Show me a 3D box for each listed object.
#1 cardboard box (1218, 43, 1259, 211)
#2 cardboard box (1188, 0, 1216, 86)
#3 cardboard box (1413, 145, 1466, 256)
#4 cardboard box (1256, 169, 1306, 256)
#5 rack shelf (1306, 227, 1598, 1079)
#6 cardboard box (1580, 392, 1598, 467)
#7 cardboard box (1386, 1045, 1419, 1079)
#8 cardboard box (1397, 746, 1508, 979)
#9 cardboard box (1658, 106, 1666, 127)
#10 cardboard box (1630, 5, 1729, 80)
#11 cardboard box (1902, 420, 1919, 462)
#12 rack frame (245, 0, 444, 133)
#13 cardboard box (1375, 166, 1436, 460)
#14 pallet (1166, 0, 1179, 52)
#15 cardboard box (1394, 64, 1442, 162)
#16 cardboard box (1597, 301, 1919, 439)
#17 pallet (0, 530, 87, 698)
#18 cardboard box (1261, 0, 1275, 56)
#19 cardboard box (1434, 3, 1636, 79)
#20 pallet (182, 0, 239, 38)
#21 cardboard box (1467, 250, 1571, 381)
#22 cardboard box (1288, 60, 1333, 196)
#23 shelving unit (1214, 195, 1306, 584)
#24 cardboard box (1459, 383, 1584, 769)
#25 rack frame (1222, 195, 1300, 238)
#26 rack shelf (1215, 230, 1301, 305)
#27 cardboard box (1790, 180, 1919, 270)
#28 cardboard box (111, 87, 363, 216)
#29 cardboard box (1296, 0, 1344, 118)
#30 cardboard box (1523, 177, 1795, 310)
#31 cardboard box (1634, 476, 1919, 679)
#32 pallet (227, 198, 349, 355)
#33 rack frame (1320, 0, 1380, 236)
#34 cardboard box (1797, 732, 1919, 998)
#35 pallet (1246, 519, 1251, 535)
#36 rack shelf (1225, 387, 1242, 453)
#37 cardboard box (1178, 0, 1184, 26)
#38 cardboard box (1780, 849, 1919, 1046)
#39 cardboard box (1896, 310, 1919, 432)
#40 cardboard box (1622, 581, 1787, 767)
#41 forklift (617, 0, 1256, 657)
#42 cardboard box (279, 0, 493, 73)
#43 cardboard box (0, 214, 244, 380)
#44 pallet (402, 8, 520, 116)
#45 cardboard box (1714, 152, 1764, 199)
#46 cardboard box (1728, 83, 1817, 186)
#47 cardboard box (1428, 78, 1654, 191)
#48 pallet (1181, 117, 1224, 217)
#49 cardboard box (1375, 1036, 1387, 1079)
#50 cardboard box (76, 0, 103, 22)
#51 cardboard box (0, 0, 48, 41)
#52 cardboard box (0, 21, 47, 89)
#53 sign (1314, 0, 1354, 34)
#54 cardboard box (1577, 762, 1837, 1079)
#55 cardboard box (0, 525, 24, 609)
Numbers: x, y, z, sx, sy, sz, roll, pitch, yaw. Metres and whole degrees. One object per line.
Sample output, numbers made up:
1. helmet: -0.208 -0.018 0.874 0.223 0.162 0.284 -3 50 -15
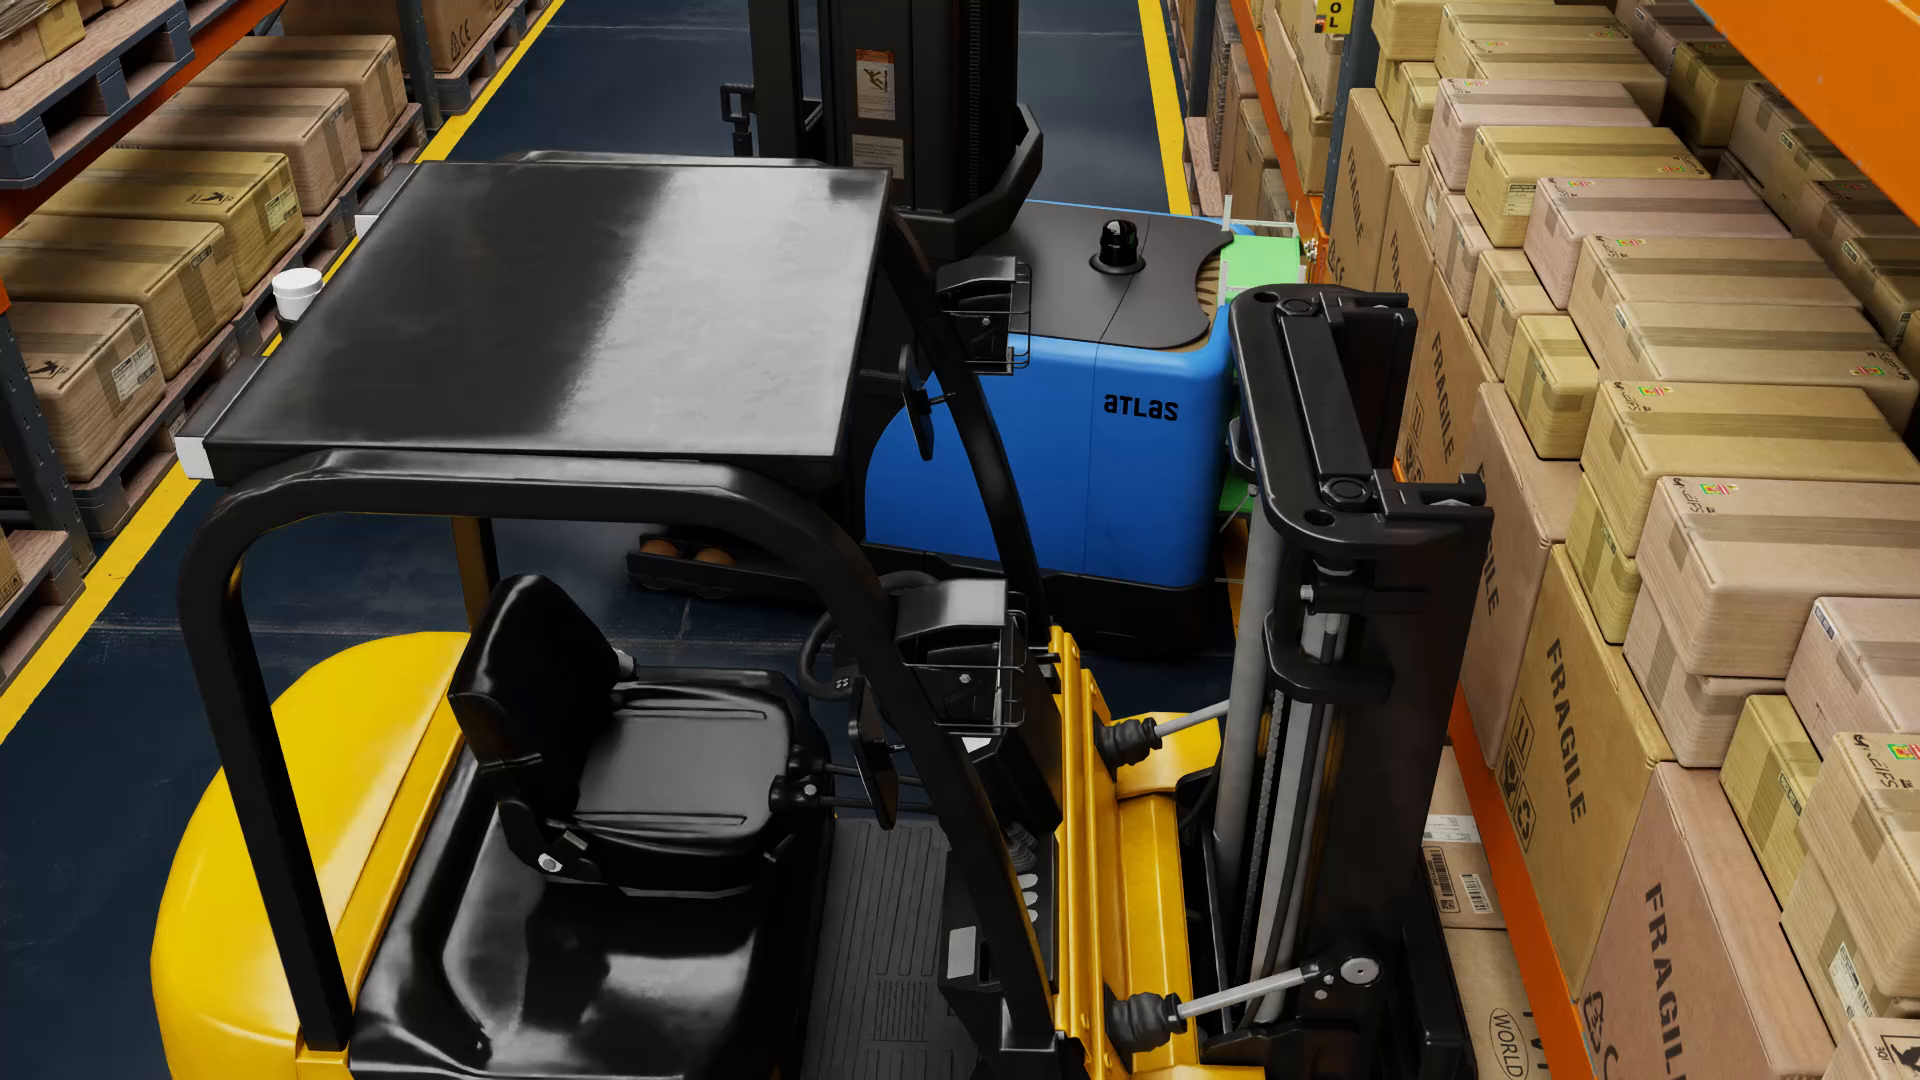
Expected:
1. cardboard box: 1.631 -1.788 7.385 0.875 0.625 0.625 2 35 3
2. cardboard box: 1.490 -2.718 8.817 0.500 0.500 0.500 2 35 3
3. cardboard box: 1.176 -0.713 3.504 0.380 0.149 0.250 2 35 3
4. cardboard box: 1.576 -0.969 6.220 0.875 0.625 0.625 1 35 1
5. rack shelf: 1.447 0.421 3.168 1.077 0.370 4.000 1 35 2
6. cardboard box: 1.228 -0.116 2.655 0.380 0.149 0.250 1 35 2
7. cardboard box: 1.105 1.152 3.093 0.500 0.250 0.500 1 35 1
8. cardboard box: 1.126 0.673 3.340 0.500 0.250 0.500 1 35 1
9. cardboard box: 1.796 -0.994 3.904 0.380 0.149 0.250 0 35 1
10. cardboard box: 1.765 -1.117 3.821 0.380 0.149 0.250 0 35 1
11. cardboard box: 1.724 -0.100 2.632 0.380 0.149 0.250 1 35 2
12. rack frame: -3.272 -3.433 8.027 1.000 3.000 0.127 1 35 2
13. cardboard box: 1.244 -0.515 3.787 0.500 0.500 0.500 2 35 3
14. pallet: 1.808 -3.307 10.272 1.003 0.211 1.213 1 35 2
15. cardboard box: 1.243 -1.003 3.918 0.380 0.149 0.250 2 35 3
16. cardboard box: 1.226 -0.245 2.580 0.380 0.149 0.250 2 35 3
17. pallet: -3.424 0.392 5.008 1.003 0.211 1.213 1 35 2
18. cardboard box: 1.351 -1.831 5.876 0.500 0.250 0.500 2 35 2
19. cardboard box: 1.316 -1.122 3.827 0.380 0.149 0.250 2 35 3
20. pallet: -3.310 -2.217 6.462 1.003 0.211 1.213 1 35 2
21. cardboard box: 1.172 -0.417 3.084 0.380 0.149 0.250 0 35 0
22. cardboard box: 1.286 -1.257 5.060 0.500 0.250 0.500 2 35 3
23. shelving unit: 0.910 -0.431 5.311 0.258 1.200 0.503 5 34 7
24. cardboard box: 1.184 0.064 2.963 0.500 0.500 0.500 2 35 2
25. rack frame: 0.947 -0.566 5.510 0.240 1.200 0.015 5 34 7
26. rack shelf: 0.910 -0.775 5.077 0.258 0.148 0.480 5 34 7
27. cardboard box: 1.733 -0.525 2.979 0.380 0.149 0.250 1 35 1
28. cardboard box: -3.326 -1.782 7.596 0.950 0.372 0.625 1 35 1
29. cardboard box: 1.292 -1.454 4.906 0.500 0.250 0.500 1 35 1
30. cardboard box: 1.246 -0.533 2.989 0.380 0.149 0.250 1 35 2
31. cardboard box: 1.117 0.050 2.161 0.380 0.149 0.250 2 35 3
32. pallet: -3.356 -1.144 7.195 1.003 0.211 1.213 1 35 2
33. rack frame: 1.527 -1.023 4.597 1.000 3.000 0.127 1 35 2
34. cardboard box: 1.133 0.343 1.743 0.380 0.149 0.250 2 35 3
35. pallet: 1.518 -0.306 6.002 1.003 0.211 1.213 1 35 2
36. rack shelf: 0.910 -0.378 5.347 0.258 0.148 0.480 5 34 7
37. cardboard box: 1.539 -3.306 9.654 0.500 0.500 0.500 3 35 4
38. cardboard box: 1.153 0.468 1.824 0.380 0.149 0.250 2 35 3
39. cardboard box: 1.684 -0.229 2.557 0.380 0.149 0.250 1 35 2
40. cardboard box: 1.138 0.172 2.246 0.380 0.149 0.250 0 35 0
41. forklift: -0.605 -1.289 5.035 3.031 2.935 1.130 8 36 12
42. cardboard box: -3.161 -3.131 9.079 0.875 0.875 0.875 1 35 1
43. cardboard box: -3.388 -0.946 6.408 0.950 0.372 0.625 3 35 5
44. pallet: -3.165 -2.744 9.470 1.003 0.211 1.213 1 35 2
45. cardboard box: 1.805 -0.692 3.475 0.380 0.149 0.250 2 35 2
46. cardboard box: 1.820 -0.820 3.398 0.380 0.149 0.250 1 35 1
47. cardboard box: 1.184 -0.830 3.412 0.380 0.149 0.250 2 35 3
48. pallet: 1.616 -1.708 7.997 1.003 0.211 1.213 1 35 2
49. cardboard box: 1.127 1.080 3.631 0.500 0.250 0.500 2 35 3
50. cardboard box: -3.141 -1.822 5.588 0.380 0.149 0.250 3 35 5
51. cardboard box: -3.127 -1.732 4.895 0.500 0.500 0.500 2 35 3
52. cardboard box: -3.095 -1.515 5.150 0.380 0.149 0.250 2 35 3
53. sign: 0.985 -1.471 4.296 0.100 0.325 0.005 1 35 2
54. cardboard box: 1.154 0.648 2.133 0.500 0.500 0.500 2 35 3
55. cardboard box: -3.188 0.164 4.934 0.500 0.250 0.500 3 35 4
